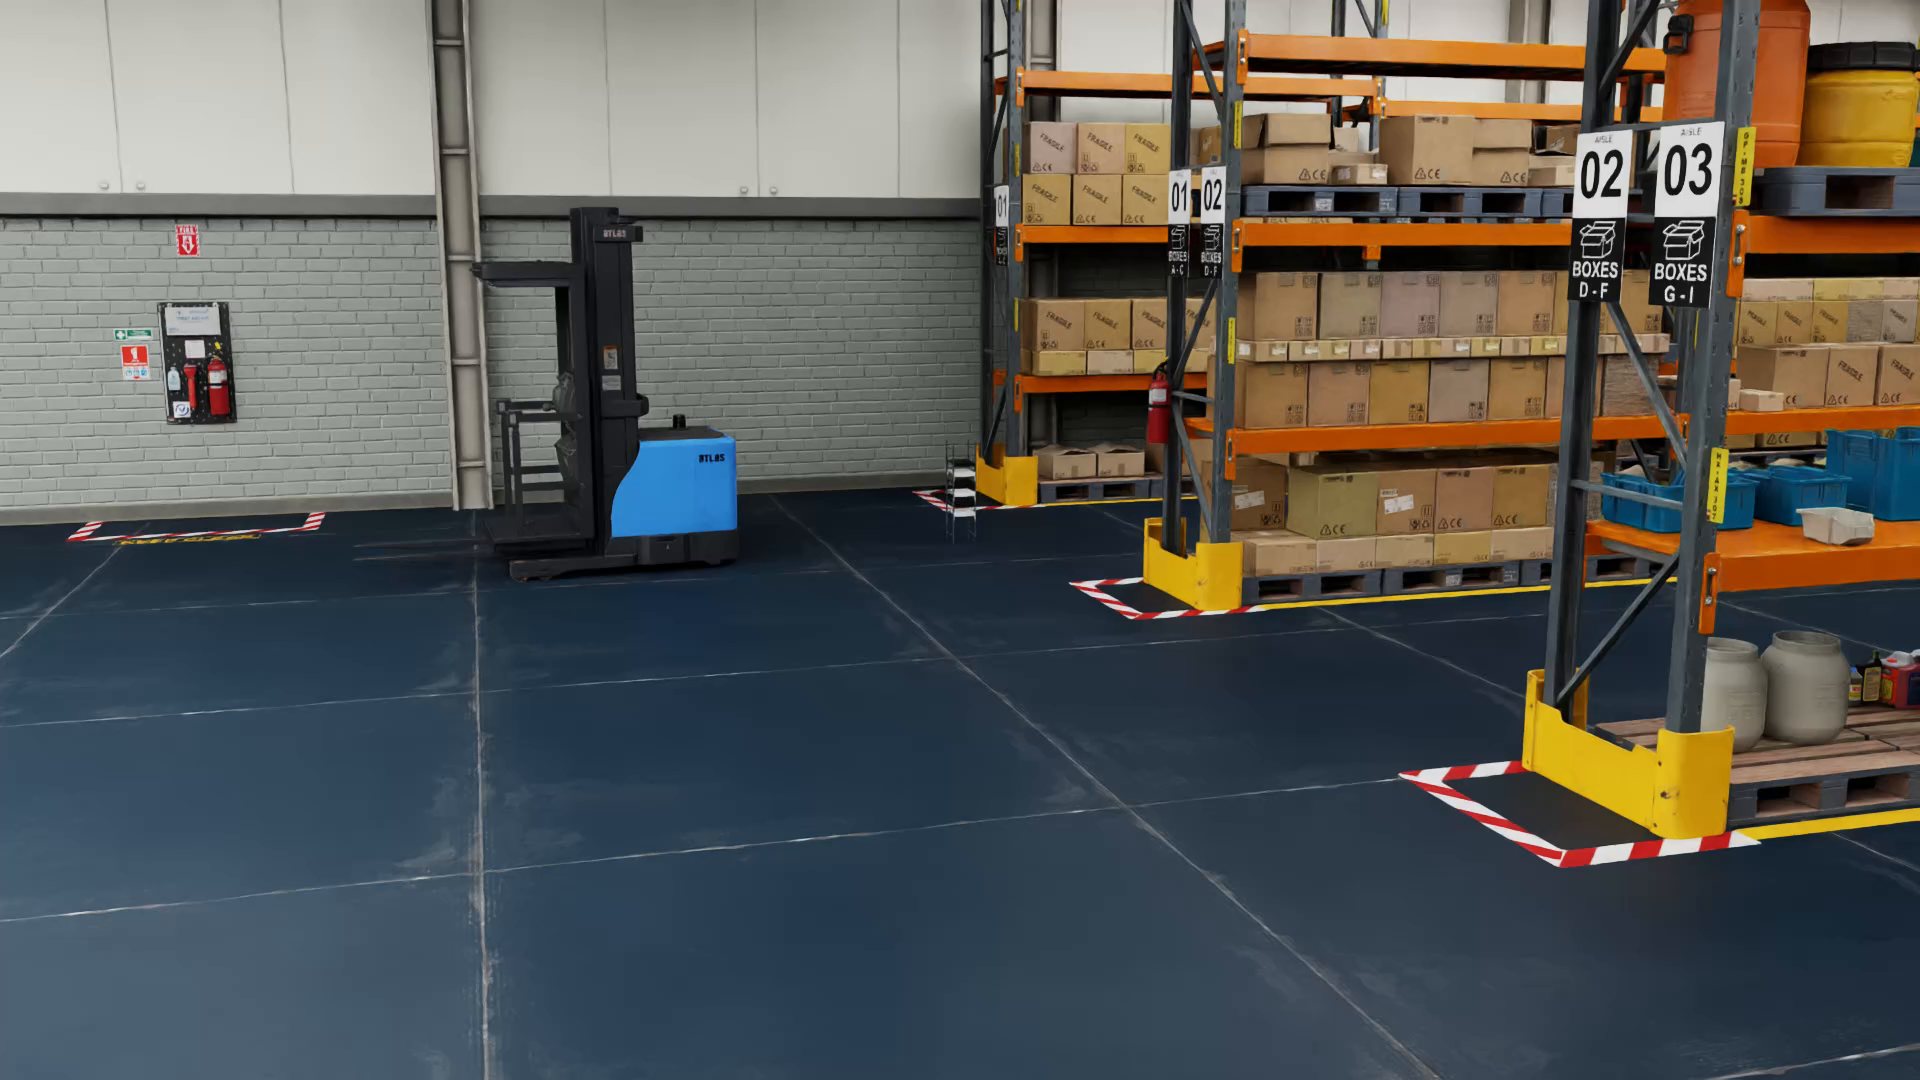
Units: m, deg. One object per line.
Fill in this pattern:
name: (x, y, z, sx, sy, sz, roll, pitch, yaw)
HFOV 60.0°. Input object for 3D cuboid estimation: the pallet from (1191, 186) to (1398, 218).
pallet: (2.482, -2.524, 12.433, 1.213, 0.211, 1.003, -3, 11, -16)

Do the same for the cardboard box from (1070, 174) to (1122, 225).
cardboard box: (1.325, -3.451, 16.891, 0.500, 0.500, 0.500, -2, 11, -12)

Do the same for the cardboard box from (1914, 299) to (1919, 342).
cardboard box: (11.557, -2.668, 20.099, 0.500, 0.500, 0.500, -3, 11, -17)

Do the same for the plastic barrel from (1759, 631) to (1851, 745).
plastic barrel: (4.269, 0.745, 8.426, 0.421, 0.512, 0.421, 0, 10, 0)

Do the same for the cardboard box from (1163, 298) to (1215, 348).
cardboard box: (2.418, -2.276, 17.410, 0.500, 0.500, 0.500, -3, 11, -14)

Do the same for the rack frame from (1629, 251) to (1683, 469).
rack frame: (8.089, -2.327, 19.402, 0.127, 3.000, 1.000, -3, 11, -16)

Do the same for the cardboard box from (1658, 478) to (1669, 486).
cardboard box: (6.103, -0.371, 13.665, 0.500, 0.311, 0.500, -3, 11, -16)

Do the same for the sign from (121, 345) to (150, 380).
sign: (-7.866, -1.694, 15.862, 0.234, 0.329, 0.001, -3, 11, -16)

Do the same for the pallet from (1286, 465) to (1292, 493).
pallet: (3.614, -0.713, 18.337, 1.213, 0.211, 1.003, -3, 11, -16)

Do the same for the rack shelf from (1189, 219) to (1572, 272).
rack shelf: (3.716, -2.284, 12.870, 4.000, 0.370, 1.077, -3, 11, -16)

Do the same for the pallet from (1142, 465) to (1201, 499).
pallet: (2.440, -0.651, 17.998, 1.213, 0.211, 1.003, -3, 11, -16)

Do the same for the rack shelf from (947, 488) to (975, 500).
rack shelf: (0.008, -0.410, 14.973, 0.200, 0.077, 0.258, -3, 11, -16)

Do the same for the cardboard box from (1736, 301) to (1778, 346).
cardboard box: (9.132, -2.537, 19.392, 0.500, 0.500, 0.500, -3, 11, -14)

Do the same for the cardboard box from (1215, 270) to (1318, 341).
cardboard box: (2.299, -1.773, 12.531, 0.500, 0.500, 0.700, -3, 11, -16)

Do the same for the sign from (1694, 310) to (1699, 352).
sign: (5.793, -1.632, 13.017, 0.005, 0.325, 0.100, -3, 11, -16)

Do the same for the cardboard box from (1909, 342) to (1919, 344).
cardboard box: (11.449, -2.333, 20.071, 0.250, 0.149, 0.380, -3, 11, -15)

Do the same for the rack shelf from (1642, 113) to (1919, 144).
rack shelf: (10.009, -4.828, 19.510, 4.000, 0.370, 1.077, -3, 11, -16)

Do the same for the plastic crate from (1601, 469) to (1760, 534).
plastic crate: (3.574, -0.204, 8.282, 0.616, 0.251, 0.499, -3, 11, -16)

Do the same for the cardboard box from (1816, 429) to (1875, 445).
cardboard box: (10.489, -1.578, 20.110, 0.750, 0.750, 0.750, -3, 11, -14)

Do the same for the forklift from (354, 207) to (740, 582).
forklift: (-3.413, -1.217, 13.563, 3.031, 2.935, 1.130, -4, 11, -20)

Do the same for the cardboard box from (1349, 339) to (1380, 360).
cardboard box: (2.969, -1.451, 12.573, 0.250, 0.149, 0.380, -3, 11, -17)

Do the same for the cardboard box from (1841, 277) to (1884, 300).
cardboard box: (10.569, -2.986, 19.755, 0.500, 0.250, 0.500, -3, 11, -15)

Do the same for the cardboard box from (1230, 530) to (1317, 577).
cardboard box: (2.373, 0.096, 12.675, 0.500, 0.250, 0.500, -3, 11, -16)

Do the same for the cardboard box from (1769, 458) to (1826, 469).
cardboard box: (7.407, -0.541, 14.587, 0.500, 0.311, 0.500, -3, 11, -17)

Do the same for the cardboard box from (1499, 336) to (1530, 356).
cardboard box: (4.216, -1.517, 12.934, 0.250, 0.149, 0.380, -3, 11, -14)

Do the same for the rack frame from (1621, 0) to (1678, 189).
rack frame: (5.637, -4.214, 13.083, 0.127, 3.000, 1.000, -3, 11, -16)

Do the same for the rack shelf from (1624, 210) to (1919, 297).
rack shelf: (5.097, -1.423, 8.192, 4.000, 0.370, 1.077, -3, 11, -16)

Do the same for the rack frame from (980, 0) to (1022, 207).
rack frame: (0.408, -4.873, 16.660, 0.127, 3.000, 1.000, -3, 11, -16)

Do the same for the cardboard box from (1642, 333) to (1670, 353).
cardboard box: (5.436, -1.581, 13.281, 0.250, 0.149, 0.380, -3, 11, -16)

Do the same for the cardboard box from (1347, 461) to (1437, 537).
cardboard box: (3.329, -0.326, 12.896, 0.500, 0.500, 0.500, -3, 11, -16)

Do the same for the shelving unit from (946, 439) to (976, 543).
shelving unit: (0.008, -0.443, 14.967, 0.210, 0.900, 0.258, -3, 11, -16)

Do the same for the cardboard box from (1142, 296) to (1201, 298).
cardboard box: (2.266, -2.364, 17.891, 0.500, 0.500, 0.500, -3, 11, -15)

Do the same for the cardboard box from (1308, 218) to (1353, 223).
cardboard box: (3.830, -3.590, 17.648, 0.500, 0.500, 0.500, -3, 11, -14)

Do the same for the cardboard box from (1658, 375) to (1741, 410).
cardboard box: (6.097, -1.223, 13.816, 0.500, 0.250, 0.500, -2, 11, -12)

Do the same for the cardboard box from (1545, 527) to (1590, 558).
cardboard box: (4.770, -0.033, 13.375, 0.500, 0.250, 0.500, -3, 11, -16)

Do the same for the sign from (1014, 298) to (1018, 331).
sign: (0.560, -2.254, 16.613, 0.005, 0.325, 0.100, -3, 11, -16)

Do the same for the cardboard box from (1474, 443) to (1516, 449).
cardboard box: (5.934, -1.206, 18.999, 0.500, 0.500, 0.700, -3, 11, -15)

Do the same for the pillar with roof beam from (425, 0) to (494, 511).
pillar with roof beam: (-3.719, -4.006, 11.955, 0.400, 9.000, 9.100, -3, 11, -16)

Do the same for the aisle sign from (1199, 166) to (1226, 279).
aisle sign: (1.819, -2.283, 11.984, 0.004, 0.787, 0.394, -3, 11, -16)

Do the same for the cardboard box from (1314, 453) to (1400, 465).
cardboard box: (3.184, -0.416, 13.387, 0.500, 0.500, 0.500, -3, 11, -16)

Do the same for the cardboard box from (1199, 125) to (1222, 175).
cardboard box: (2.821, -4.020, 17.222, 0.500, 0.500, 0.500, -3, 11, -18)

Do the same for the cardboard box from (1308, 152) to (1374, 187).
cardboard box: (2.828, -2.842, 12.784, 0.500, 0.250, 0.500, -3, 11, -16)

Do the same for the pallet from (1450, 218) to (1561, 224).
pallet: (5.866, -3.573, 18.405, 1.003, 0.211, 1.213, -3, 11, -16)

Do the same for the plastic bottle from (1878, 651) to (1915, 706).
plastic bottle: (5.068, 0.746, 9.017, 0.135, 0.276, 0.152, -3, 11, -16)

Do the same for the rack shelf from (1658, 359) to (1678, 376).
rack shelf: (6.169, -1.872, 18.918, 4.000, 0.370, 1.077, -3, 11, -16)

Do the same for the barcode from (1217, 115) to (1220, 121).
barcode: (2.794, -4.539, 17.883, 0.075, 0.075, 0.001, -3, 11, -16)

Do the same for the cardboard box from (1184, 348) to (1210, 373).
cardboard box: (2.437, -1.907, 17.477, 0.500, 0.250, 0.500, -3, 11, -15)

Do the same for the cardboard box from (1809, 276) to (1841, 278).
cardboard box: (10.435, -3.072, 20.223, 0.500, 0.250, 0.500, -3, 11, -18)

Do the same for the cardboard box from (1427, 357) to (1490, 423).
cardboard box: (3.734, -1.211, 13.062, 0.500, 0.500, 0.700, -3, 11, -14)

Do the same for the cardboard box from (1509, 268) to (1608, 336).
cardboard box: (4.728, -1.902, 13.232, 0.500, 0.500, 0.700, -3, 11, -16)

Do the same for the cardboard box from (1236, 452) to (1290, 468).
cardboard box: (3.263, -1.052, 18.166, 0.500, 0.500, 0.500, -4, 11, -20)
